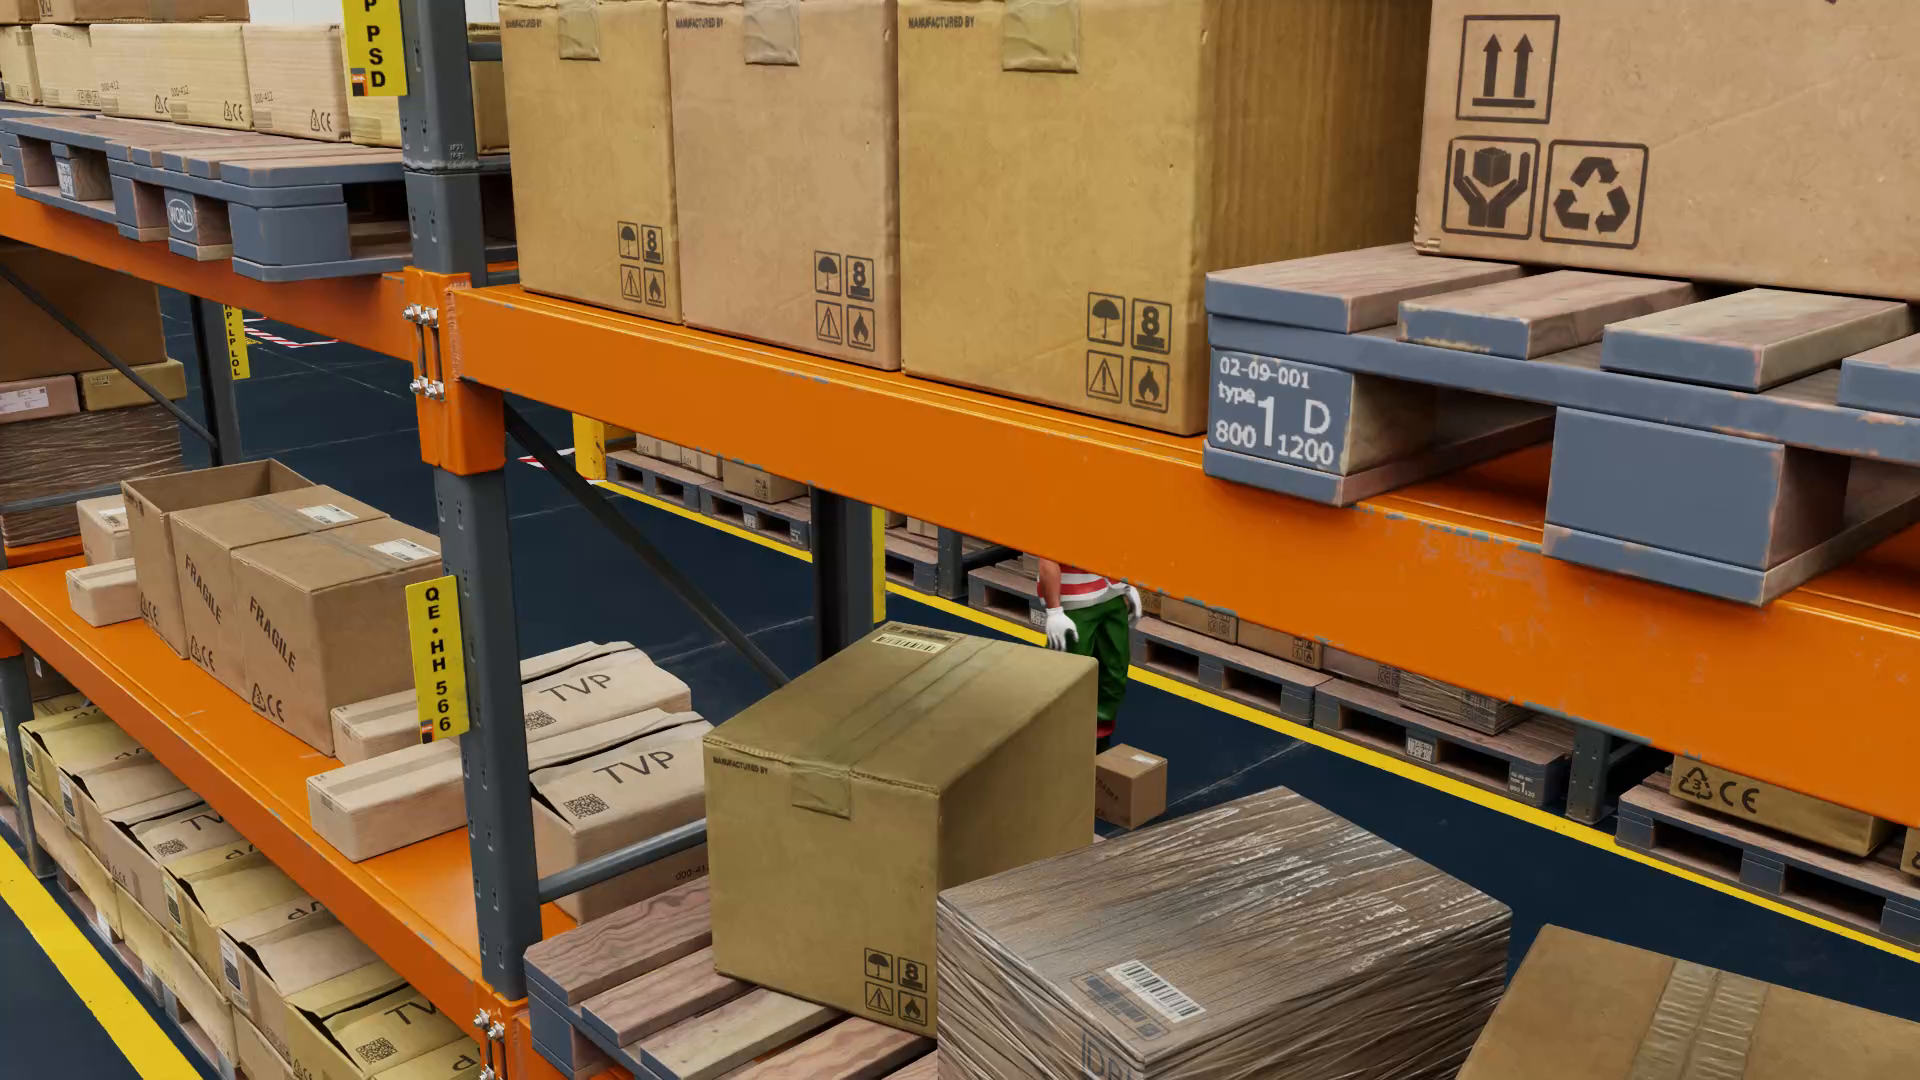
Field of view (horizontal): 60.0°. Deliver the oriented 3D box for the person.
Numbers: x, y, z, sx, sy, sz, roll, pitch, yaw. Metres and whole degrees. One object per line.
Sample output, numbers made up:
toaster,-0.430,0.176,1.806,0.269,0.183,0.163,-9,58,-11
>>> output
person,0.570,0.282,7.106,0.453,1.778,0.614,15,23,41
